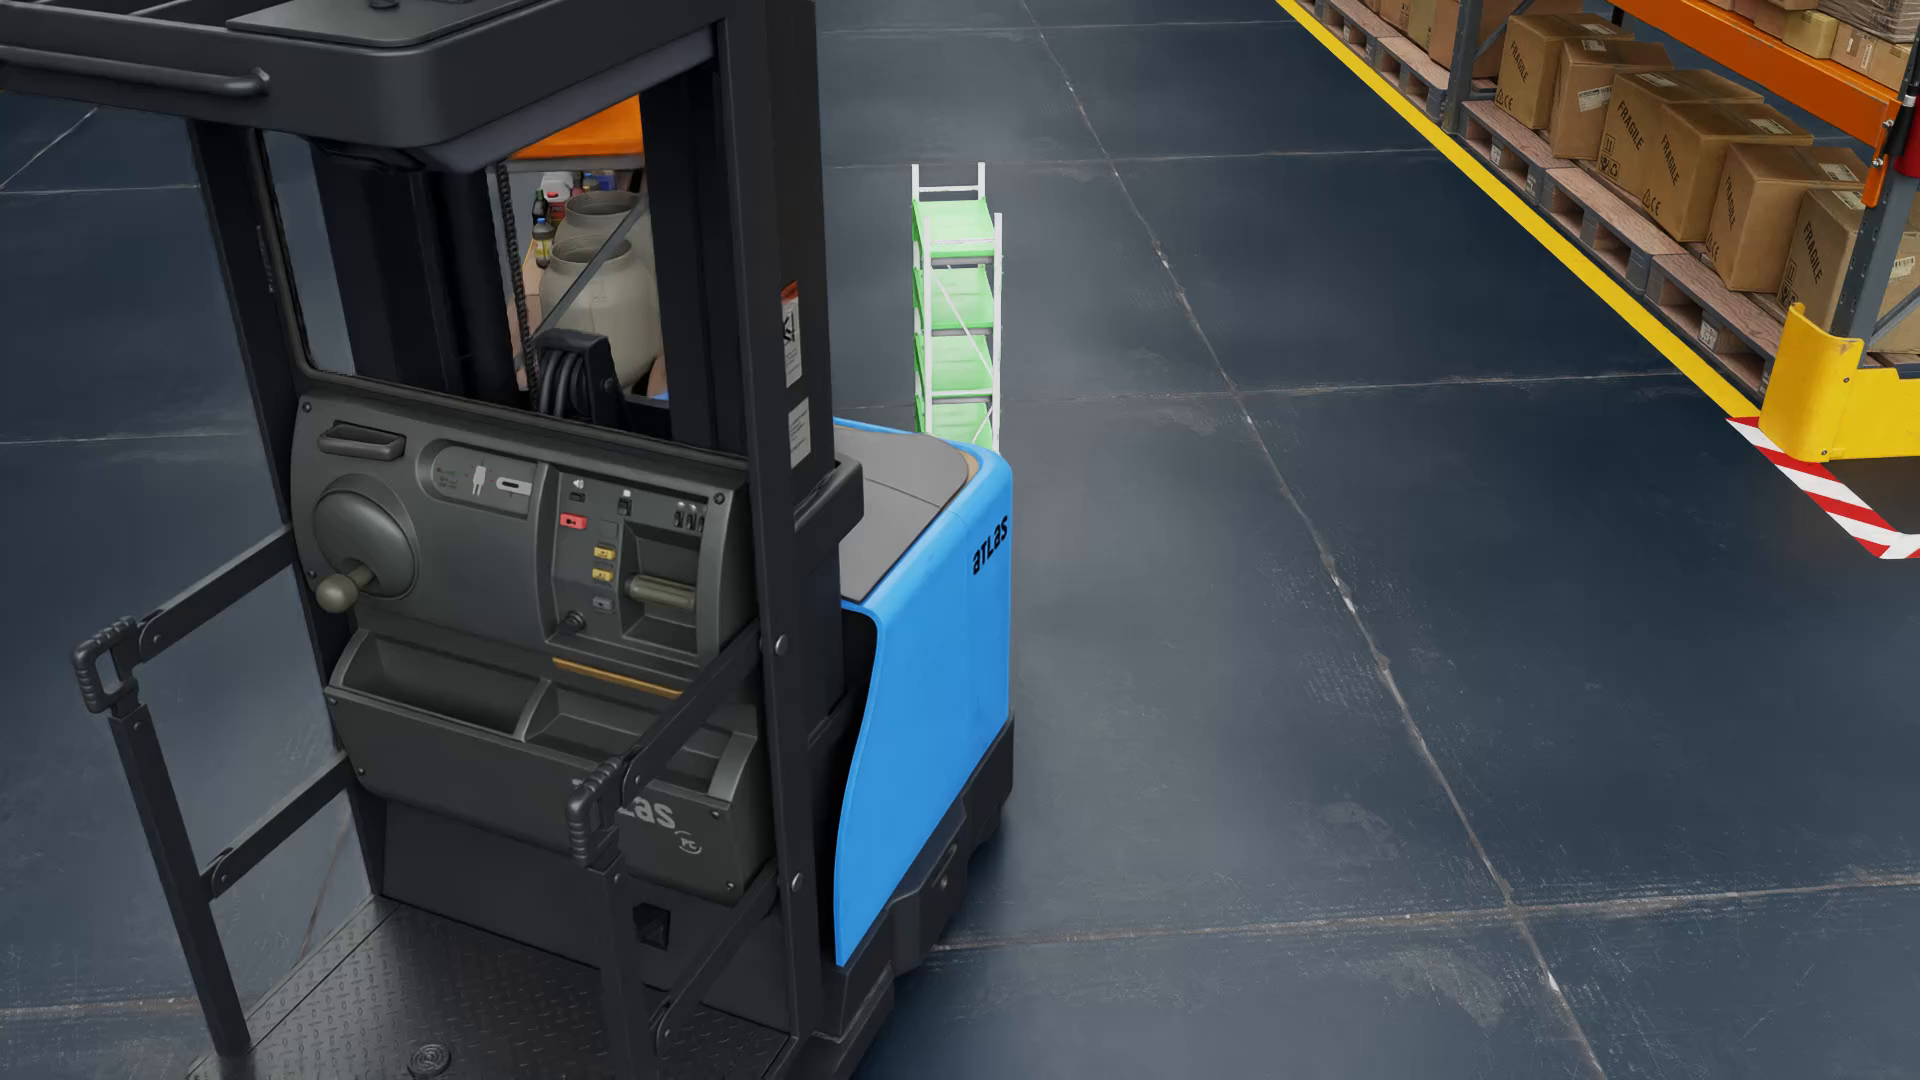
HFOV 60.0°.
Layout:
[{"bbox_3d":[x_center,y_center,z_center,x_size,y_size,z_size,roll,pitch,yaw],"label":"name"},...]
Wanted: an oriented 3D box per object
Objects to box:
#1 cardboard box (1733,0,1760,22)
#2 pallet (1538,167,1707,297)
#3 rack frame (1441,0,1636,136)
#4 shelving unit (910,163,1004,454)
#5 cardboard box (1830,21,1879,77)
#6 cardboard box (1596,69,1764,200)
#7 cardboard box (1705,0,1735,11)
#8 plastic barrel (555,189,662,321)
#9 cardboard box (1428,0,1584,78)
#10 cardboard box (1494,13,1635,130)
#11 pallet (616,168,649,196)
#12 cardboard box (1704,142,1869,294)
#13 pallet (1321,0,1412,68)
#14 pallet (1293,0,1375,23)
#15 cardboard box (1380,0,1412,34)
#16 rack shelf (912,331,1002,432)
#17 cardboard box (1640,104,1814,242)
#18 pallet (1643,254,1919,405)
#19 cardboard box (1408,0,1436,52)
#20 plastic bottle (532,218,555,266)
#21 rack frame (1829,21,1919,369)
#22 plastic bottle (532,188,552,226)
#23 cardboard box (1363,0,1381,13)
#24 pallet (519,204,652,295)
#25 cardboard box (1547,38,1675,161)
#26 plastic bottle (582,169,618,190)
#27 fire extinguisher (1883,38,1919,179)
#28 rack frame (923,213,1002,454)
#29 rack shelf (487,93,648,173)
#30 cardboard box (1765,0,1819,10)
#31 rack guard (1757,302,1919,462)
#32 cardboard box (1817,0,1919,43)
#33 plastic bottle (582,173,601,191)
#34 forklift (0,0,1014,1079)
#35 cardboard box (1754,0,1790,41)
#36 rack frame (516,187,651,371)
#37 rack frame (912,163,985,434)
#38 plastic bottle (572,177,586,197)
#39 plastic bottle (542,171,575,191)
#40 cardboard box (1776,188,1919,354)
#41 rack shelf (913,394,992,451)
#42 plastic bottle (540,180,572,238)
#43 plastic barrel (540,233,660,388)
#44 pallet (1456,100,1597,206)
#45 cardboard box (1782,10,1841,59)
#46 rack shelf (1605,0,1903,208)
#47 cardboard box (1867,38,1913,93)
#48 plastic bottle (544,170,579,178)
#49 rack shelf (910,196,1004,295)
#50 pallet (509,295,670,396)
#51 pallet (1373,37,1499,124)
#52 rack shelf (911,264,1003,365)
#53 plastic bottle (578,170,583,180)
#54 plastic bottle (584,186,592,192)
[{"bbox_3d":[3.389,-2.192,6.739,0.380,0.149,0.250,-3,31,-5],"label":"cardboard box"},{"bbox_3d":[3.550,-1.533,8.110,1.003,0.211,1.213,-3,31,-5],"label":"pallet"},{"bbox_3d":[3.335,-3.695,9.011,1.000,3.000,0.127,-3,31,-5],"label":"rack frame"},{"bbox_3d":[-0.015,-0.600,5.584,0.258,1.200,0.503,-3,31,-5],"label":"shelving unit"},{"bbox_3d":[3.454,-1.809,6.098,0.380,0.149,0.250,-3,31,-5],"label":"cardboard box"},{"bbox_3d":[3.530,-1.991,8.186,0.500,0.500,0.500,-5,31,-9],"label":"cardboard box"},{"bbox_3d":[3.343,-2.318,6.951,0.380,0.149,0.250,-3,31,-5],"label":"cardboard box"},{"bbox_3d":[-1.407,-1.116,6.710,0.421,0.512,0.421,0,31,0],"label":"plastic barrel"},{"bbox_3d":[3.299,-3.126,10.066,0.700,0.500,0.500,-5,31,-8],"label":"cardboard box"},{"bbox_3d":[3.332,-2.596,9.200,0.500,0.500,0.500,-4,31,-6],"label":"cardboard box"},{"bbox_3d":[-1.575,-1.916,8.752,1.003,0.211,1.213,-3,31,-5],"label":"pallet"},{"bbox_3d":[3.577,-1.383,7.169,0.500,0.500,0.500,5,31,8],"label":"cardboard box"},{"bbox_3d":[3.144,-3.520,11.437,1.003,0.211,1.213,-3,31,-5],"label":"pallet"},{"bbox_3d":[3.033,-4.141,12.477,1.003,0.211,1.213,-3,31,-5],"label":"pallet"},{"bbox_3d":[3.221,-3.656,10.954,0.700,0.500,0.500,-5,31,-9],"label":"cardboard box"},{"bbox_3d":[-0.015,-0.545,5.617,0.258,0.148,0.480,-3,31,-5],"label":"rack shelf"},{"bbox_3d":[3.537,-1.704,7.706,0.500,0.500,0.500,0,31,0],"label":"cardboard box"},{"bbox_3d":[3.661,-0.911,7.070,1.003,0.211,1.213,-3,31,-5],"label":"pallet"},{"bbox_3d":[3.273,-3.370,10.475,0.700,0.500,0.500,-3,31,-5],"label":"cardboard box"},{"bbox_3d":[-1.831,-1.320,7.335,0.097,0.201,0.097,0,31,0],"label":"plastic bottle"},{"bbox_3d":[3.709,-1.653,5.592,1.000,3.000,0.127,-3,31,-5],"label":"rack frame"},{"bbox_3d":[-1.860,-1.414,7.412,0.061,0.283,0.133,-2,31,-3],"label":"plastic bottle"},{"bbox_3d":[3.168,-3.940,11.430,0.700,0.500,0.500,0,31,0],"label":"cardboard box"},{"bbox_3d":[-1.458,-1.292,7.707,1.003,0.211,1.213,-3,31,-5],"label":"pallet"},{"bbox_3d":[3.394,-2.304,8.711,0.500,0.500,0.500,7,32,11],"label":"cardboard box"},{"bbox_3d":[-1.732,-1.752,7.985,0.152,0.276,0.135,-3,31,-5],"label":"plastic bottle"},{"bbox_3d":[3.261,-1.539,5.477,0.296,0.674,0.183,-3,31,-5],"label":"fire extinguisher"},{"bbox_3d":[0.007,-0.475,5.375,0.240,1.200,0.015,-3,31,-5],"label":"rack frame"},{"bbox_3d":[-1.409,-2.128,7.089,1.077,0.370,4.000,-3,31,-5],"label":"rack shelf"},{"bbox_3d":[3.518,-2.355,6.381,0.875,0.500,0.500,-3,31,-5],"label":"cardboard box"},{"bbox_3d":[3.702,-0.619,6.298,1.175,0.500,0.348,-3,31,-5],"label":"rack guard"},{"bbox_3d":[3.685,-2.106,5.963,0.875,0.500,0.500,-3,31,-5],"label":"cardboard box"},{"bbox_3d":[-1.743,-1.633,7.859,0.097,0.201,0.097,0,31,0],"label":"plastic bottle"},{"bbox_3d":[-0.902,0.044,2.818,1.130,2.935,3.031,12,33,20],"label":"forklift"},{"bbox_3d":[3.371,-2.062,6.522,0.380,0.149,0.250,-3,31,-5],"label":"cardboard box"},{"bbox_3d":[-1.223,-1.416,5.195,1.000,3.000,0.127,-3,31,-5],"label":"rack frame"},{"bbox_3d":[-0.038,-0.724,5.792,0.240,1.200,0.015,-3,31,-5],"label":"rack frame"},{"bbox_3d":[-1.721,-1.491,7.540,0.061,0.283,0.133,-3,31,-5],"label":"plastic bottle"},{"bbox_3d":[-1.840,-1.553,7.652,0.152,0.276,0.135,-4,31,-6],"label":"plastic bottle"},{"bbox_3d":[3.667,-1.080,6.661,0.500,0.500,0.500,3,31,5],"label":"cardboard box"},{"bbox_3d":[-0.015,-0.339,5.740,0.258,0.148,0.480,-3,31,-5],"label":"rack shelf"},{"bbox_3d":[-1.827,-1.482,7.533,0.152,0.276,0.135,-3,31,-4],"label":"plastic bottle"},{"bbox_3d":[-1.360,-0.860,6.282,0.421,0.512,0.421,0,31,0],"label":"plastic barrel"},{"bbox_3d":[3.433,-2.157,9.155,1.003,0.211,1.213,-3,31,-5],"label":"pallet"},{"bbox_3d":[3.379,-1.934,6.307,0.380,0.149,0.250,-3,31,-5],"label":"cardboard box"},{"bbox_3d":[3.522,-2.365,7.486,1.077,0.370,4.000,-3,31,-5],"label":"rack shelf"},{"bbox_3d":[3.477,-1.681,5.884,0.380,0.149,0.250,-3,31,-5],"label":"cardboard box"},{"bbox_3d":[-1.859,-1.669,7.774,0.144,0.351,0.185,-2,31,-3],"label":"plastic bottle"},{"bbox_3d":[-0.015,-0.957,5.370,0.258,0.148,0.480,-3,31,-5],"label":"rack shelf"},{"bbox_3d":[-1.347,-0.670,6.666,1.003,0.211,1.213,-3,31,-5],"label":"pallet"},{"bbox_3d":[3.261,-2.896,10.392,1.003,0.211,1.213,-3,31,-5],"label":"pallet"},{"bbox_3d":[-0.015,-0.751,5.494,0.258,0.148,0.480,-3,31,-5],"label":"rack shelf"},{"bbox_3d":[-1.877,-1.764,7.933,0.144,0.351,0.185,-3,31,-5],"label":"plastic bottle"},{"bbox_3d":[-1.717,-1.536,7.697,0.097,0.201,0.097,0,31,0],"label":"plastic bottle"}]
